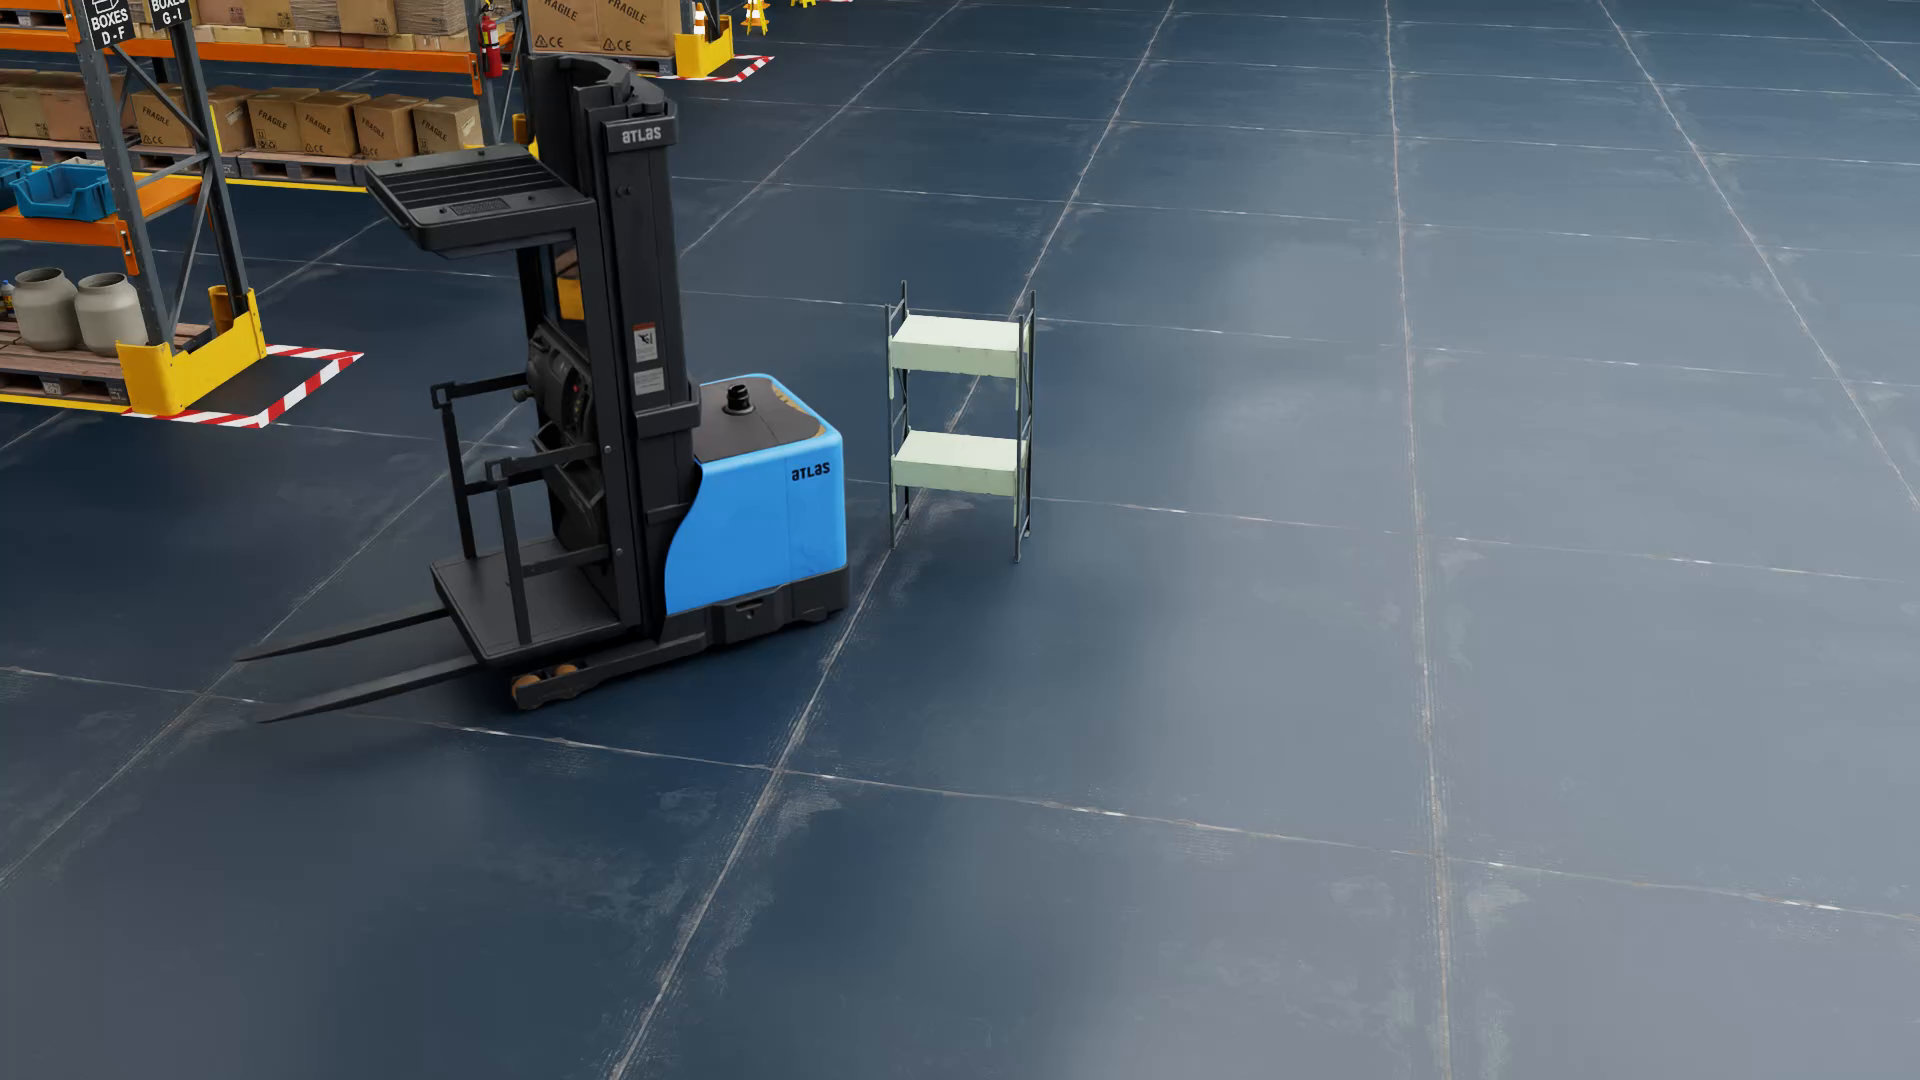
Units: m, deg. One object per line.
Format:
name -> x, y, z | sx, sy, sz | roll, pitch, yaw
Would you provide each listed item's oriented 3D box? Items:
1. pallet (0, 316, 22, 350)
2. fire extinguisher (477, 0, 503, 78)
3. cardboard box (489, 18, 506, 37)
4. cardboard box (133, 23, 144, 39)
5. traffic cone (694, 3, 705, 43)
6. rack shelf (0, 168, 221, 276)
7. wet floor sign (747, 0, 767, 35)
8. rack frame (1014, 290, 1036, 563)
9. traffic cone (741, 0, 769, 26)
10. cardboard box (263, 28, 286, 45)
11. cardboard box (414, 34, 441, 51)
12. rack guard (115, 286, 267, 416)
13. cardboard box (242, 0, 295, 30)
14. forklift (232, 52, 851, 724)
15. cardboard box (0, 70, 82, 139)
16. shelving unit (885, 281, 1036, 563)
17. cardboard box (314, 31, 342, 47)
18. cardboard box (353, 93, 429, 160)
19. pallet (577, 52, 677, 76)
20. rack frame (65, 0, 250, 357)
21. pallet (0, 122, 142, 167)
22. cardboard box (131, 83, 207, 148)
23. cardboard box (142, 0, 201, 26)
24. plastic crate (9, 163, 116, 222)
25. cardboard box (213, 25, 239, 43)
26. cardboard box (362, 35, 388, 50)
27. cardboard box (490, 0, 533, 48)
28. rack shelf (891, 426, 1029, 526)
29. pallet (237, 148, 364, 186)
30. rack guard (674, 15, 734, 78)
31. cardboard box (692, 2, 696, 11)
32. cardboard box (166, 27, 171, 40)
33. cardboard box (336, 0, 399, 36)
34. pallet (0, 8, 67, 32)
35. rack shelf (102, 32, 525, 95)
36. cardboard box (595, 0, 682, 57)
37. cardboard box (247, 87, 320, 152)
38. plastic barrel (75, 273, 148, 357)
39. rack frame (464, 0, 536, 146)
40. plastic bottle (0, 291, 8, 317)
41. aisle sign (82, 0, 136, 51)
pallet -> -7.361, -1.425, 12.134 | 1.213, 0.211, 1.003 | 6, 29, 11
fire extinguisher -> -4.244, -4.520, 14.963 | 0.183, 0.674, 0.296 | 6, 29, 11
cardboard box -> -4.488, -4.812, 15.678 | 0.250, 0.149, 0.380 | 6, 29, 11
cardboard box -> -7.782, -4.879, 15.799 | 0.250, 0.149, 0.380 | 6, 29, 11
traffic cone -> -3.348, -6.708, 21.521 | 0.334, 0.463, 0.336 | 6, 29, 11
rack shelf -> -7.250, -2.341, 11.651 | 4.000, 0.370, 1.077 | 6, 29, 11
wet floor sign -> -2.683, -6.995, 21.855 | 0.232, 0.644, 0.267 | 1, 29, 2
rack frame -> 0.364, -0.620, 9.322 | 0.023, 1.500, 0.400 | 6, 29, 11
traffic cone -> -2.779, -7.205, 22.429 | 0.334, 0.463, 0.336 | 6, 29, 11
cardboard box -> -6.300, -4.762, 15.586 | 0.250, 0.149, 0.380 | 6, 29, 11
cardboard box -> -4.826, -4.629, 15.342 | 0.250, 0.149, 0.380 | 6, 29, 11
rack guard -> -5.378, -1.345, 11.686 | 0.348, 0.500, 1.175 | 6, 29, 11
cardboard box -> -6.272, -5.144, 15.608 | 0.500, 0.500, 0.875 | 6, 29, 11
forklift -> -2.128, -0.738, 8.046 | 3.031, 2.935, 1.130 | -15, 32, -26
cardboard box -> -9.230, -4.408, 16.822 | 0.500, 0.500, 0.700 | 6, 29, 10
shelving unit -> 0.007, -0.657, 9.389 | 0.755, 1.500, 0.431 | 6, 29, 11
cardboard box -> -5.807, -4.721, 15.511 | 0.250, 0.149, 0.380 | 6, 29, 11
cardboard box -> -5.459, -3.984, 16.069 | 0.500, 0.500, 0.500 | 14, 32, 24
pallet -> -3.923, -5.921, 20.346 | 1.213, 0.211, 1.003 | 6, 29, 11
rack frame -> -5.294, -2.456, 11.112 | 0.127, 3.000, 1.000 | 6, 29, 11
pallet -> -8.933, -4.037, 16.904 | 1.213, 0.211, 1.003 | 6, 29, 11
cardboard box -> -7.789, -4.212, 16.485 | 0.500, 0.500, 0.500 | 5, 29, 9
cardboard box -> -7.263, -5.216, 15.741 | 0.500, 0.500, 0.875 | 6, 29, 11
plastic crate -> -5.846, -2.300, 10.983 | 0.616, 0.251, 0.499 | 6, 29, 11
cardboard box -> -6.796, -4.796, 15.648 | 0.250, 0.149, 0.380 | 6, 29, 11
cardboard box -> -5.322, -4.662, 15.403 | 0.250, 0.149, 0.380 | 6, 29, 11
cardboard box -> -5.554, -6.570, 20.402 | 0.875, 0.875, 0.875 | 6, 29, 11
rack shelf -> 0.007, -0.371, 9.545 | 0.720, 0.370, 0.431 | 6, 29, 11
pallet -> -6.310, -3.788, 16.449 | 1.213, 0.211, 1.003 | 6, 29, 11
rack guard -> -3.101, -6.002, 20.193 | 0.348, 0.500, 1.175 | 6, 29, 11
cardboard box -> -3.893, -7.368, 23.053 | 0.250, 0.149, 0.380 | 23, 36, 36
cardboard box -> -7.285, -4.846, 15.740 | 0.250, 0.149, 0.380 | 6, 29, 11
cardboard box -> -5.306, -5.018, 15.378 | 0.500, 0.500, 0.875 | 6, 29, 11
pallet -> -8.888, -5.244, 16.404 | 1.213, 0.211, 1.003 | 6, 29, 11
rack shelf -> -6.215, -4.667, 15.900 | 4.000, 0.370, 1.077 | 6, 29, 11
cardboard box -> -3.802, -6.390, 20.074 | 0.875, 0.875, 0.875 | 6, 29, 11
cardboard box -> -6.603, -4.132, 16.340 | 0.500, 0.500, 0.500 | 3, 29, 6
plastic barrel -> -5.953, -1.579, 11.664 | 0.421, 0.512, 0.421 | 0, 29, 0
rack frame -> -4.260, -4.782, 15.361 | 0.127, 3.000, 1.000 | 6, 29, 11
plastic bottle -> -7.103, -1.760, 12.297 | 0.097, 0.201, 0.097 | 0, 29, 0
aisle sign -> -5.286, -3.449, 10.220 | 0.004, 0.787, 0.394 | 6, 29, 11
